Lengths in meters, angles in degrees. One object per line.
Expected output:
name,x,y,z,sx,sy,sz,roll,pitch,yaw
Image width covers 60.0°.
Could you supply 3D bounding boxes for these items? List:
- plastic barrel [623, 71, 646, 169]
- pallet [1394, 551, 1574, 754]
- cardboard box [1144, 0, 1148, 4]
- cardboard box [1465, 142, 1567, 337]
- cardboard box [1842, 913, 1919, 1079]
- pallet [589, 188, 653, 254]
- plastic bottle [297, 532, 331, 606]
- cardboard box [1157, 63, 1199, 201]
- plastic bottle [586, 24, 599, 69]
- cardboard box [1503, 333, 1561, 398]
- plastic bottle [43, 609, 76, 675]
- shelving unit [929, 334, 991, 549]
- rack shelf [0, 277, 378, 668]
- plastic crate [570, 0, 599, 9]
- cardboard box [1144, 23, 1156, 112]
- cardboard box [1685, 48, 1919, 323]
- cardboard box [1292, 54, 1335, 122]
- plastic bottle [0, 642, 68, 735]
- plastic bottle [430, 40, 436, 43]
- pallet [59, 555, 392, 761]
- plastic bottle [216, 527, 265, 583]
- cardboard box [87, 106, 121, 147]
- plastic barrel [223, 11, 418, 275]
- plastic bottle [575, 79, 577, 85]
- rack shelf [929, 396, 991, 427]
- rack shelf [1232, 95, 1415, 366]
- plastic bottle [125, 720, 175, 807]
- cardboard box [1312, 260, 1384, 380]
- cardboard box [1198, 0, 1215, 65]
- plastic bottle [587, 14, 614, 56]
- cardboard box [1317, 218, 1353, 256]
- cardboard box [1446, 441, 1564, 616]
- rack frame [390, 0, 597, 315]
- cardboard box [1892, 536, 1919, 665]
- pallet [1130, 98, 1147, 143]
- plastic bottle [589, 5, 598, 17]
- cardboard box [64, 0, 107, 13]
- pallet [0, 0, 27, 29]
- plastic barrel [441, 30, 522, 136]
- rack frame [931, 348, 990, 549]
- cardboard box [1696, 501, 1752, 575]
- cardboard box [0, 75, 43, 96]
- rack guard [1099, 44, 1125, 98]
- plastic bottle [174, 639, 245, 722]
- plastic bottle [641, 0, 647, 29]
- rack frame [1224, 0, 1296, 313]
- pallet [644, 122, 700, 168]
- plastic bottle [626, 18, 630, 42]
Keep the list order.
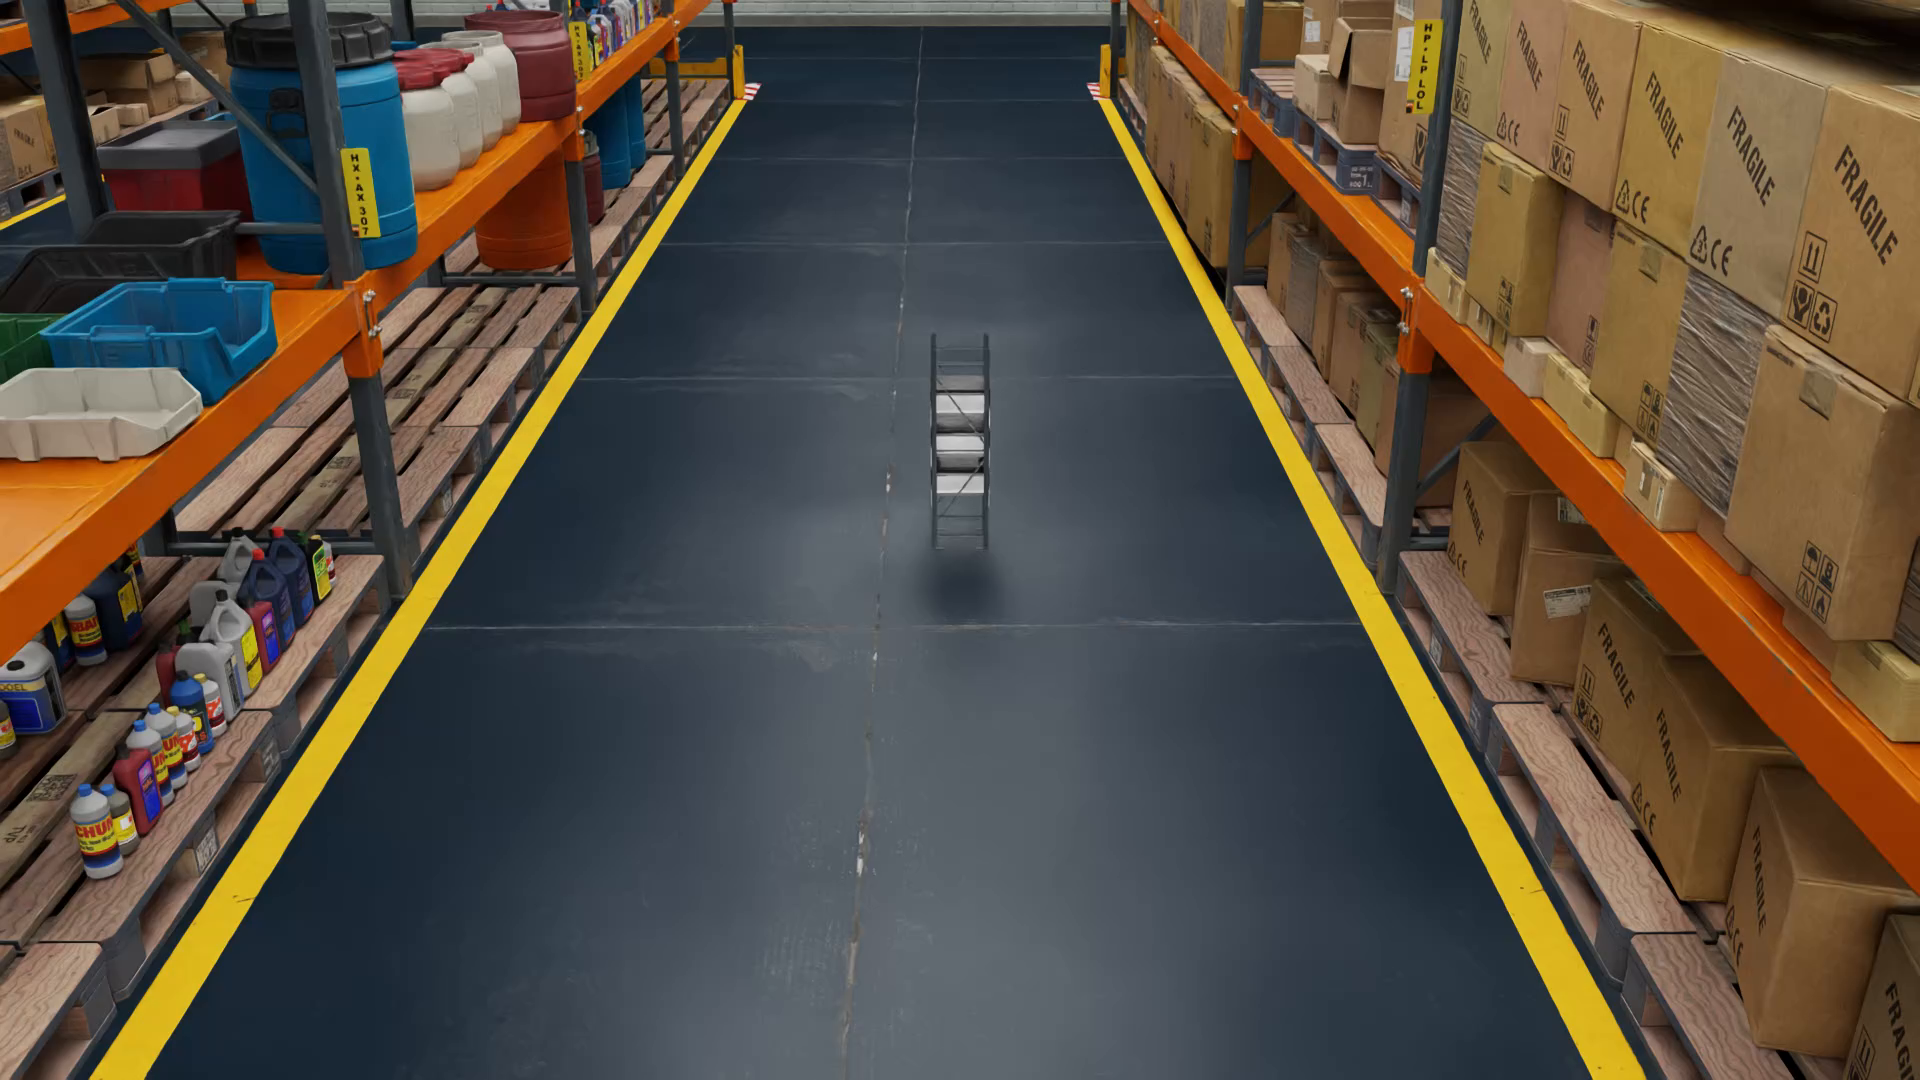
plastic barrel,-2.838,-3.450,13.276,0.600,0.901,0.708,0,24,-1
pallet,2.256,0.382,6.149,1.003,0.211,1.213,0,24,-1
cardboard box,1.789,-4.683,14.270,0.380,0.149,0.250,-1,24,-1
cardboard box,2.126,-0.954,5.238,0.875,0.500,0.500,0,24,-1
cardboard box,2.267,1.173,3.540,0.500,0.500,0.500,4,25,9
pallet,-2.844,-2.347,12.183,1.003,0.211,1.213,0,24,-1
plastic bottle,-2.405,0.091,6.171,0.061,0.283,0.133,1,24,2
cardboard box,2.163,-3.053,12.429,1.225,0.875,0.875,-1,24,-2
plastic bottle,-2.428,-3.259,10.957,0.061,0.283,0.133,0,24,-1
cardboard box,1.909,-0.549,5.128,0.380,0.149,0.250,0,24,-1
plastic bottle,-3.144,0.276,5.681,0.144,0.351,0.185,-1,24,-3
shelving unit,0.000,-0.413,7.072,0.258,0.900,0.210,0,24,-1
rack shelf,-2.718,0.009,4.463,1.077,0.370,4.000,0,24,-1
plastic crate,-3.173,-4.650,13.839,0.392,0.384,0.575,0,24,-1
cardboard box,2.189,-4.328,15.248,0.875,0.875,0.875,0,24,-1
cardboard box,1.989,-0.791,3.664,0.500,0.500,0.500,0,24,-1
cardboard box,1.958,-2.245,8.246,0.500,0.250,0.500,-1,24,-2
plastic bottle,-2.991,0.474,5.333,0.152,0.276,0.135,0,24,-1
plastic bottle,-3.214,-2.903,10.170,0.061,0.283,0.133,0,24,-1
pallet,-2.774,0.405,6.099,1.003,0.211,1.213,0,24,-1
plastic bottle,-2.589,0.128,6.007,0.144,0.351,0.185,0,24,-1
cardboard box,-7.568,-3.568,14.228,0.500,0.311,0.500,0,24,-1
plastic barrel,-2.441,-1.532,6.389,0.600,0.901,0.708,0,24,-1
plastic bottle,-2.439,-2.960,10.311,0.097,0.271,0.097,0,24,0
rack shelf,0.000,-0.547,7.012,0.258,0.077,0.200,0,24,-1
rack shelf,2.191,-1.662,8.157,1.077,0.370,4.000,0,24,-1
plastic bottle,-2.408,0.658,4.931,0.097,0.271,0.097,0,24,0
cardboard box,2.229,-1.137,8.623,0.700,0.500,0.500,2,24,4
cardboard box,1.908,-3.481,11.185,0.500,0.500,0.500,-1,24,-2
plastic bottle,-2.480,-3.486,11.468,0.152,0.276,0.135,0,24,-1
cardboard box,2.223,-1.722,9.007,0.500,0.250,0.500,2,24,5
cardboard box,2.177,-0.053,6.250,0.500,0.500,0.500,-1,24,-2
rack frame,-2.783,-2.791,9.781,1.000,3.000,0.127,0,24,-1
cardboard box,2.278,0.075,2.961,0.875,0.500,0.500,0,24,-1
pallet,2.180,-4.009,15.858,1.003,0.211,1.213,0,24,-1
plastic bottle,-2.610,-3.702,11.952,0.097,0.271,0.097,0,24,0
cardboard box,-7.513,-4.675,13.826,0.500,0.500,0.500,0,24,1
pallet,-7.880,-4.001,12.690,1.003,0.211,1.213,0,24,-1
plastic barrel,-2.558,-2.419,8.823,0.421,0.512,0.421,0,24,0
rack frame,0.001,-0.371,6.979,0.240,0.900,0.006,0,24,-1
cardboard box,2.017,-0.034,3.990,0.380,0.149,0.250,0,24,-1
cardboard box,-8.070,-3.714,14.321,0.500,0.500,0.500,0,24,-1
rack guard,2.082,-4.981,17.656,1.175,0.500,0.348,0,24,-1
plastic bottle,-2.441,0.441,5.407,0.152,0.276,0.135,0,24,0
plastic bottle,-2.495,-4.071,12.763,0.152,0.276,0.135,0,24,-1
rack frame,2.169,-2.813,9.831,1.000,3.000,0.127,0,24,-1
pallet,-2.874,-3.472,14.670,1.003,0.211,1.213,0,24,-1
plastic bottle,-2.460,-3.726,12.091,0.097,0.201,0.097,0,24,0
